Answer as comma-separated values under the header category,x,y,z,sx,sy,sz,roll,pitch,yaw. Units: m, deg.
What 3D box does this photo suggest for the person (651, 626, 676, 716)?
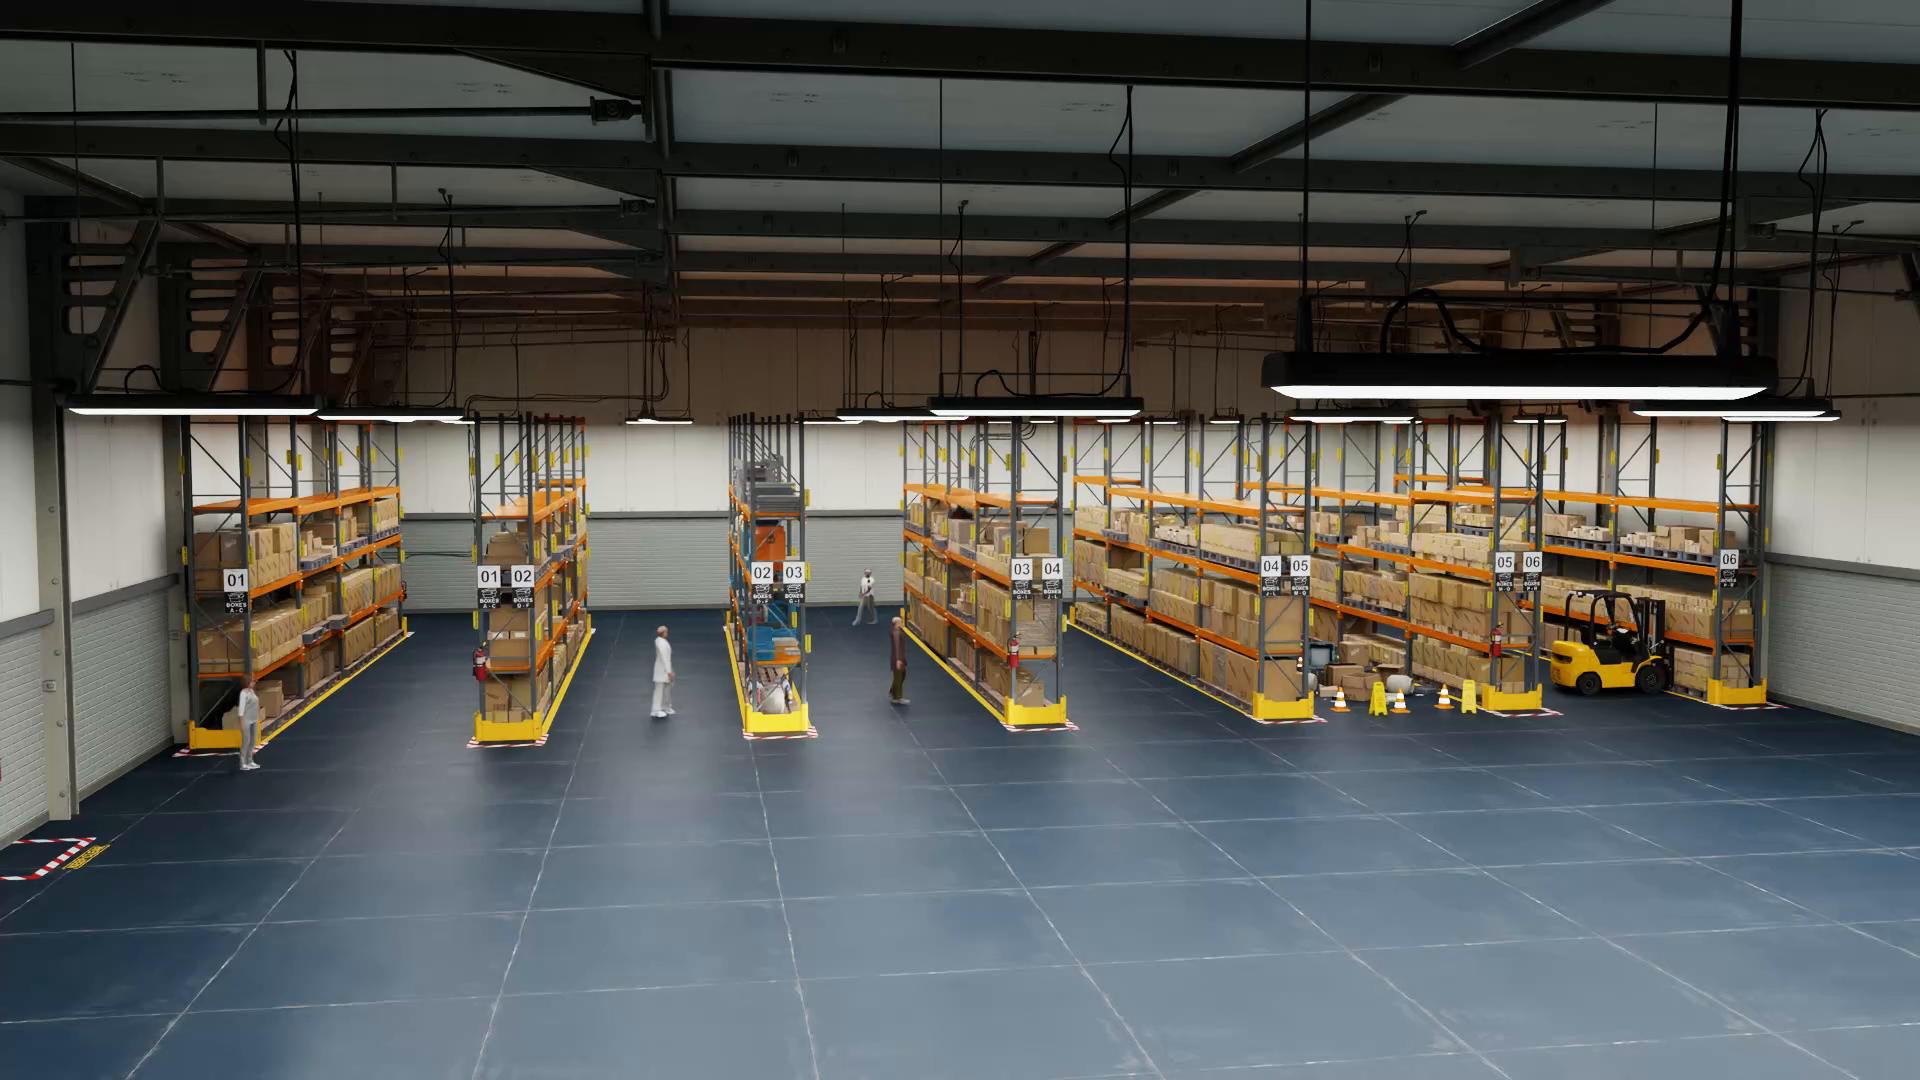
category,x,y,z,sx,sy,sz,roll,pitch,yaw
person,-5.891,2.610,32.991,0.485,1.829,0.683,0,4,-4

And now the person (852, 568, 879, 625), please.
category,x,y,z,sx,sy,sz,roll,pitch,yaw
person,-2.757,1.616,48.040,0.871,1.654,0.600,-2,5,-33

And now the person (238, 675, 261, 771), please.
category,x,y,z,sx,sy,sz,roll,pitch,yaw
person,-11.865,3.044,27.714,0.354,1.604,0.521,0,4,7

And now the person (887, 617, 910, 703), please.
category,x,y,z,sx,sy,sz,roll,pitch,yaw
person,-1.277,2.505,34.536,0.446,1.819,0.654,-1,4,-8
